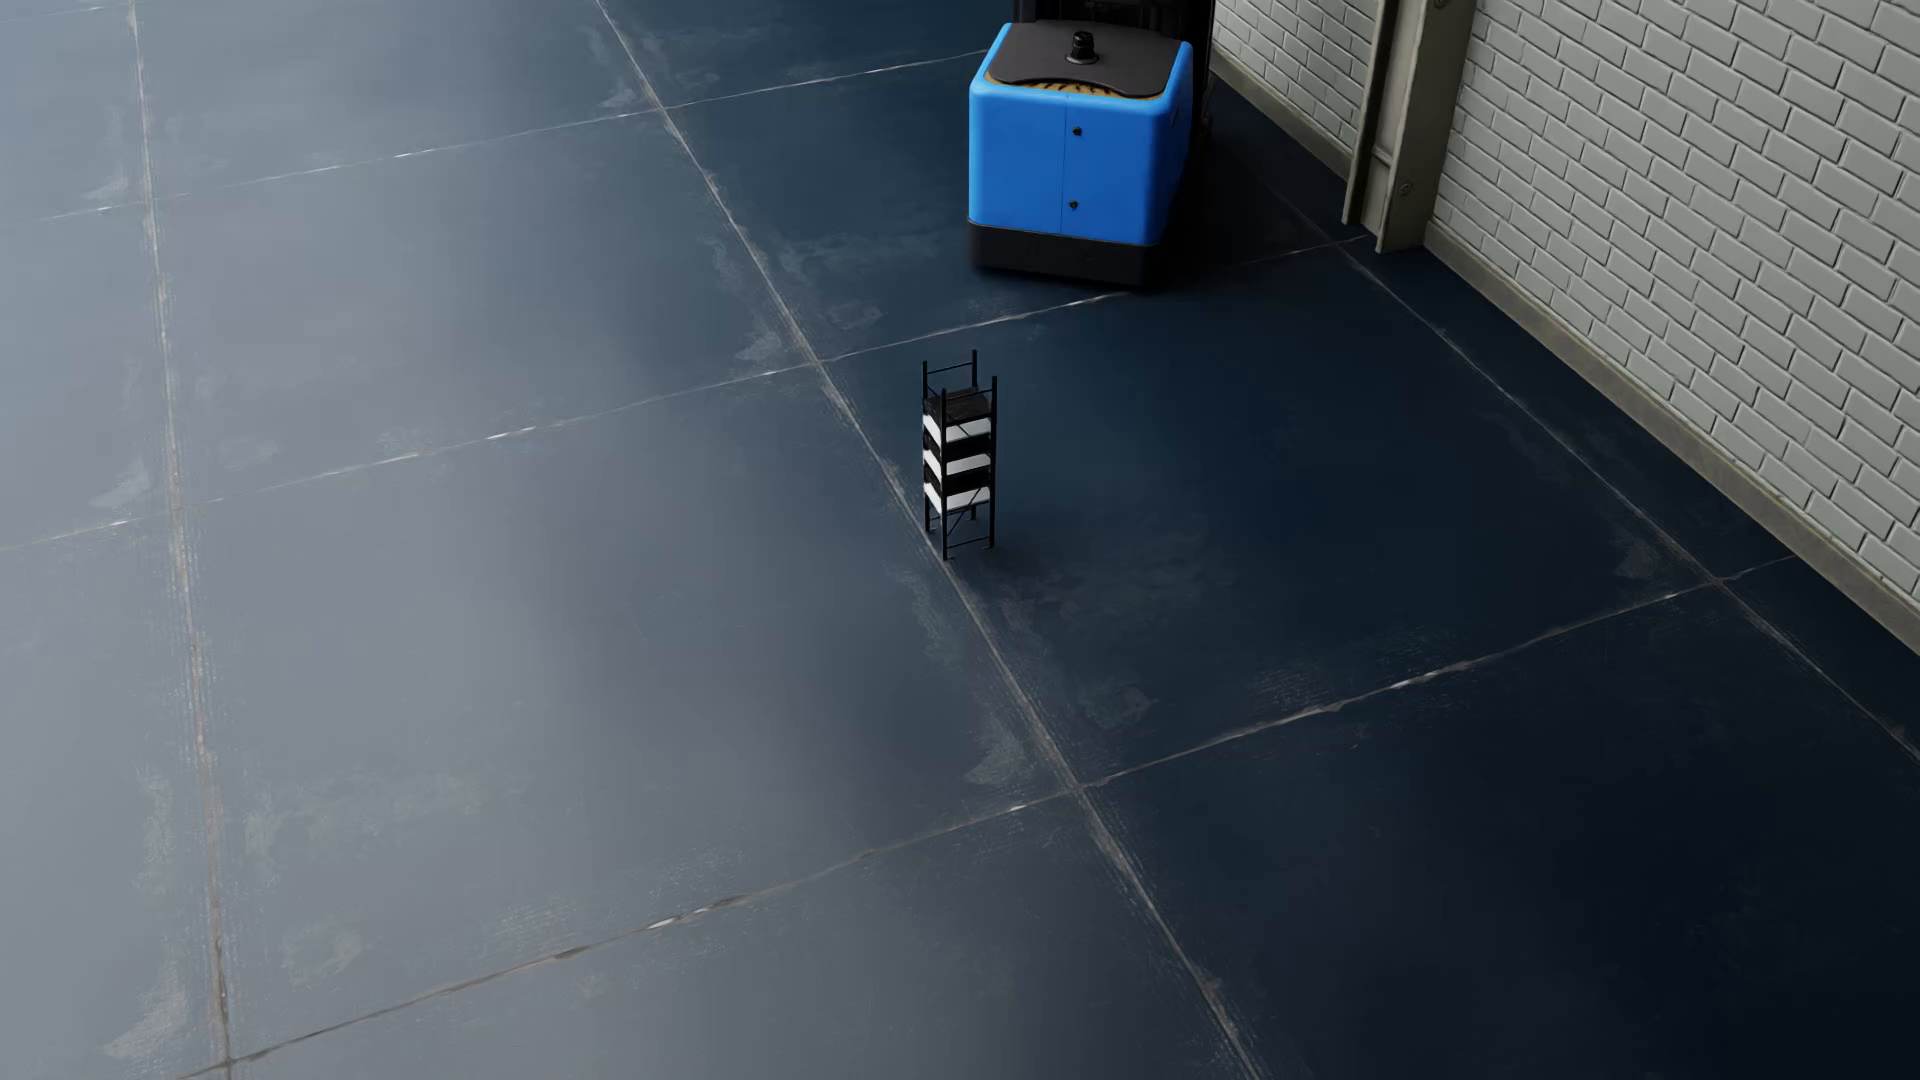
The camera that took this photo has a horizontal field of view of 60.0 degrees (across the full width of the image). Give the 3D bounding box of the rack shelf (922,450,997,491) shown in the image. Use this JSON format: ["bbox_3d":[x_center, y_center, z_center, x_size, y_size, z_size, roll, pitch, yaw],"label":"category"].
[{"bbox_3d":[-0.003,-0.321,6.984,0.258,0.077,0.200,-15,43,-17],"label":"rack shelf"}]

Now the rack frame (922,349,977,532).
[{"bbox_3d":[-0.042,-0.407,7.034,0.240,0.900,0.006,-15,43,-17],"label":"rack frame"}]

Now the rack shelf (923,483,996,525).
[{"bbox_3d":[-0.003,-0.184,7.101,0.258,0.077,0.200,-15,43,-17],"label":"rack shelf"}]

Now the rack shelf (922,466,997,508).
[{"bbox_3d":[-0.003,-0.253,7.043,0.258,0.077,0.200,-15,43,-17],"label":"rack shelf"}]

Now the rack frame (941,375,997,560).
[{"bbox_3d":[0.036,-0.285,6.891,0.240,0.900,0.006,-15,43,-17],"label":"rack frame"}]

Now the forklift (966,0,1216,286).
[{"bbox_3d":[0.890,-3.406,8.963,1.130,2.935,3.031,9,42,11],"label":"forklift"}]

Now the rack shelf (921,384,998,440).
[{"bbox_3d":[-0.003,-0.526,6.808,0.258,0.077,0.200,-15,43,-17],"label":"rack shelf"}]

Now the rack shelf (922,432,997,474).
[{"bbox_3d":[-0.003,-0.389,6.925,0.258,0.077,0.200,-15,43,-17],"label":"rack shelf"}]

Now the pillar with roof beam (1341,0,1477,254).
[{"bbox_3d":[-1.622,-4.051,5.060,9.100,9.000,0.400,-15,43,-17],"label":"pillar with roof beam"}]

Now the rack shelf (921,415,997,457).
[{"bbox_3d":[-0.003,-0.457,6.867,0.258,0.077,0.200,-15,43,-17],"label":"rack shelf"}]

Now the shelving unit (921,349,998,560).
[{"bbox_3d":[-0.003,-0.346,6.962,0.258,0.900,0.210,-15,43,-17],"label":"shelving unit"}]
